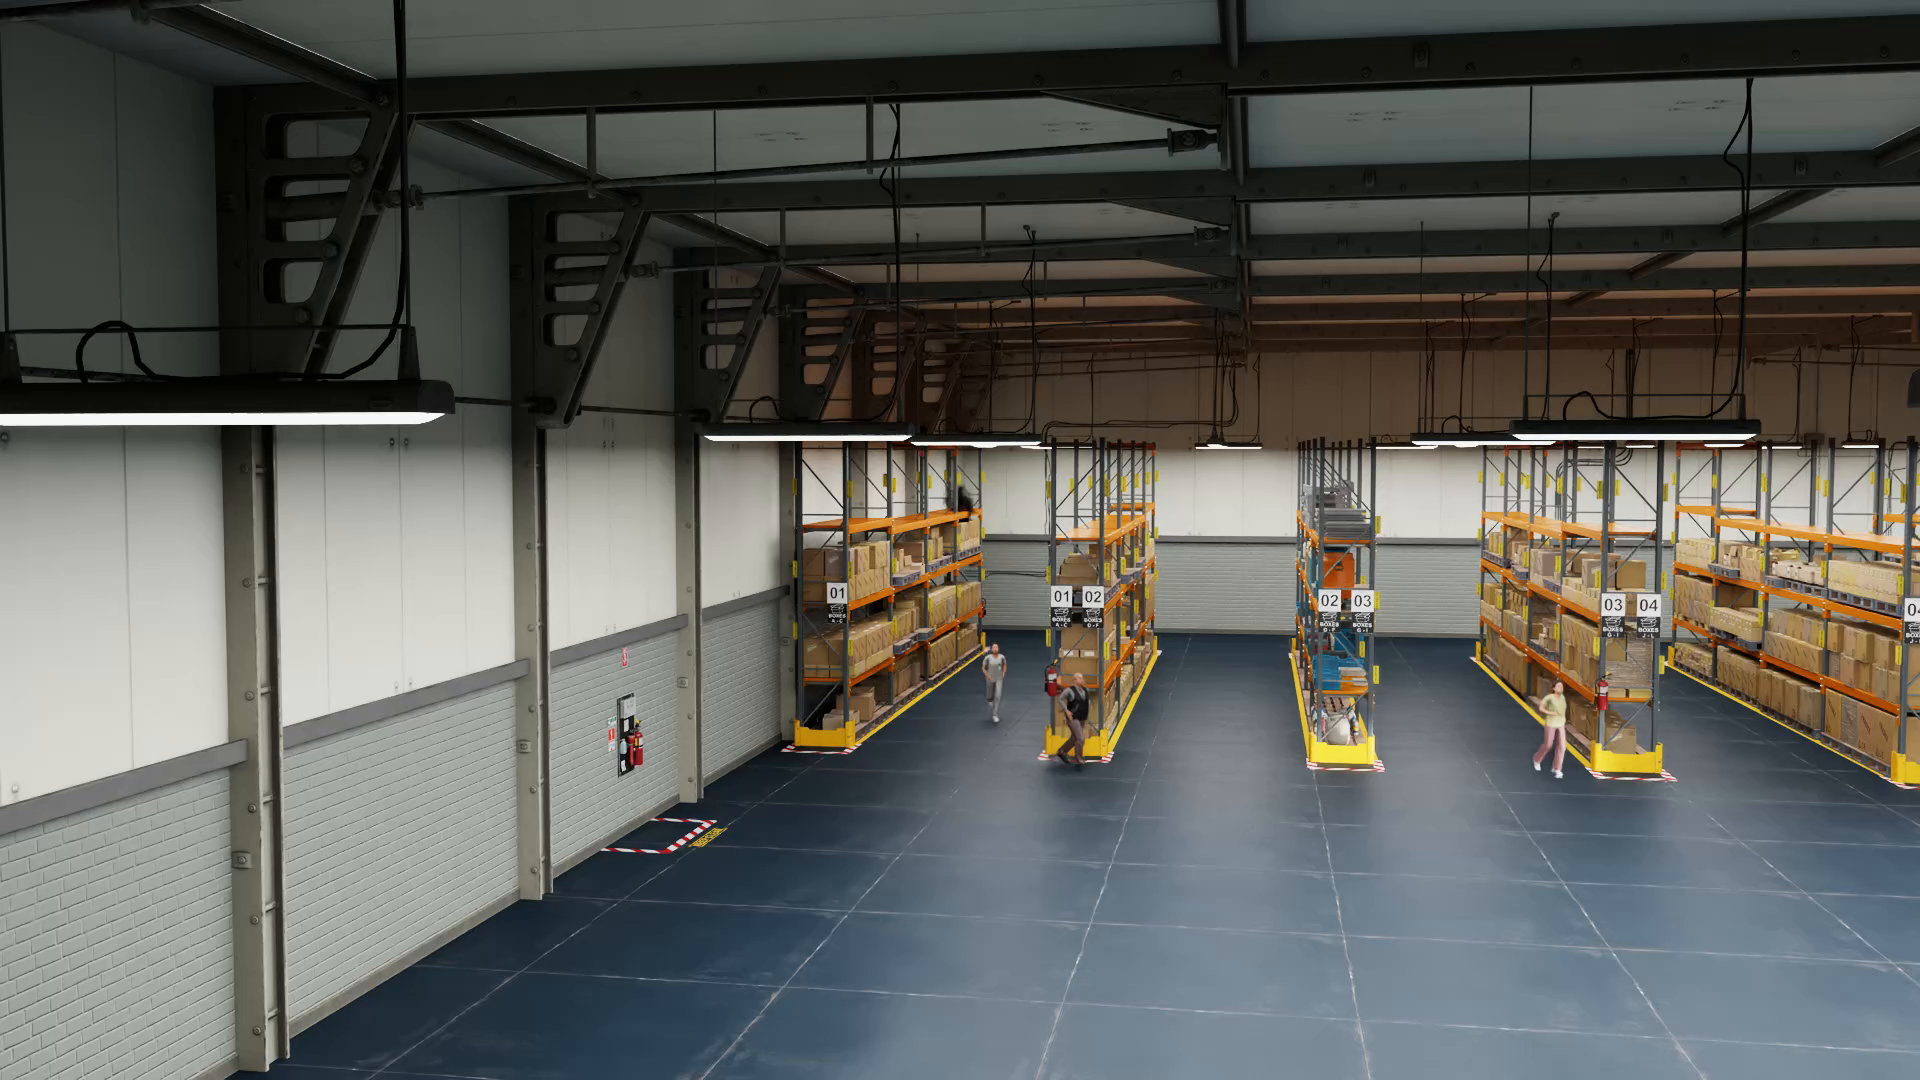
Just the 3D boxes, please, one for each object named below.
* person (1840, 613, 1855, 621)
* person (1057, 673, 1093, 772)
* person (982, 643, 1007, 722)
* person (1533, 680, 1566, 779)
[{"bbox_3d":[24.124,2.463,45.170,0.672,1.808,0.689,1,3,22],"label":"person"},{"bbox_3d":[2.078,3.275,30.072,0.664,1.775,0.816,-3,4,-44],"label":"person"},{"bbox_3d":[0.744,3.034,35.767,0.547,1.652,0.984,0,3,1],"label":"person"},{"bbox_3d":[10.546,3.325,29.538,0.614,1.693,0.828,-1,3,-16],"label":"person"}]
